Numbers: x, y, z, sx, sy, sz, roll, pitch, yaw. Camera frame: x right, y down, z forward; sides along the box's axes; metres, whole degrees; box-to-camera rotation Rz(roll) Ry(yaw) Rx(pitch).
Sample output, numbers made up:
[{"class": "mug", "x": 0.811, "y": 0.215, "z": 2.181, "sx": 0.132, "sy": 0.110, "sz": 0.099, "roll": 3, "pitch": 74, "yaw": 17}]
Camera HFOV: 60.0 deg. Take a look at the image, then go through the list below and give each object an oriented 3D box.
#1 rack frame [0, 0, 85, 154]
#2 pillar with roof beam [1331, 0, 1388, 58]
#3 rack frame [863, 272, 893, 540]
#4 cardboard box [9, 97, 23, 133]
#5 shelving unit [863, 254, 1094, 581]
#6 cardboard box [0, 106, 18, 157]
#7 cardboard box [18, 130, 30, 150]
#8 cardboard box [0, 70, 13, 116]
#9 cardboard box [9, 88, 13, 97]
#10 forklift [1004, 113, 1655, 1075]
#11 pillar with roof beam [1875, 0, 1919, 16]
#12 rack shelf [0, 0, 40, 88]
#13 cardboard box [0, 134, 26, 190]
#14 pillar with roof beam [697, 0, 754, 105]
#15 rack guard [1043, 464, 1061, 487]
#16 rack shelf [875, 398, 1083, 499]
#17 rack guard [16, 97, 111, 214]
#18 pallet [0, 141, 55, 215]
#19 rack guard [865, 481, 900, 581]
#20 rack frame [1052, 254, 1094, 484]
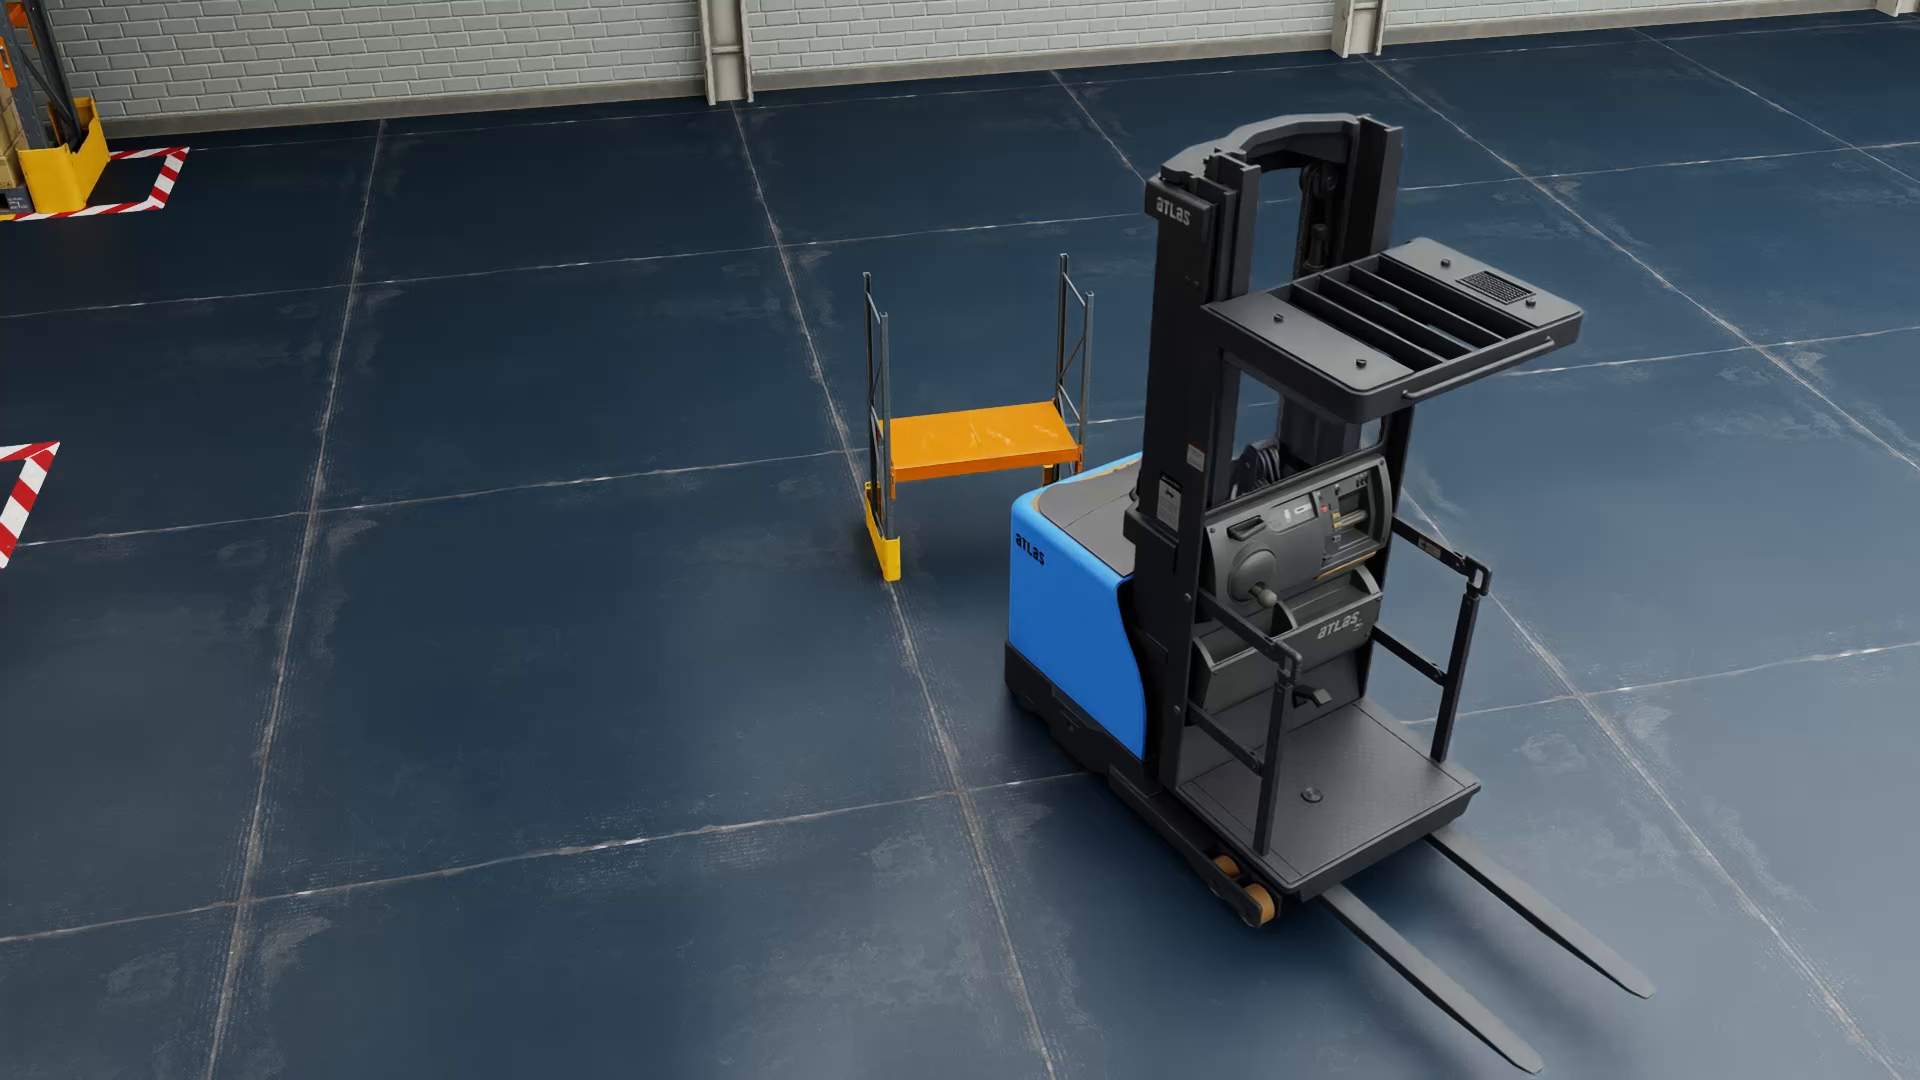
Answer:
[{"class": "rack frame", "x": -7.034, "y": -4.058, "z": 12.328, "sx": 0.127, "sy": 3.000, "sz": 1.000, "roll": -7, "pitch": 35, "yaw": -11}, {"class": "pillar with roof beam", "x": 4.742, "y": -6.089, "z": 9.970, "sx": 0.400, "sy": 9.000, "sz": 9.100, "roll": -7, "pitch": 35, "yaw": -11}, {"class": "rack frame", "x": -0.413, "y": -0.571, "z": 8.478, "sx": 0.032, "sy": 1.500, "sz": 0.500, "roll": -7, "pitch": 35, "yaw": -11}, {"class": "cardboard box", "x": -7.538, "y": -3.353, "z": 12.920, "sx": 0.500, "sy": 0.250, "sz": 0.500, "roll": -7, "pitch": 34, "yaw": -10}, {"class": "shelving unit", "x": 0.074, "y": -0.632, "z": 8.569, "sx": 1.083, "sy": 1.500, "sz": 0.587, "roll": -7, "pitch": 35, "yaw": -11}, {"class": "cardboard box", "x": -7.440, "y": -3.068, "z": 12.496, "sx": 0.500, "sy": 0.250, "sz": 0.500, "roll": -8, "pitch": 35, "yaw": -11}, {"class": "cardboard box", "x": -7.556, "y": -3.136, "z": 13.046, "sx": 0.500, "sy": 0.250, "sz": 0.500, "roll": -7, "pitch": 35, "yaw": -10}, {"class": "cardboard box", "x": -7.414, "y": -3.280, "z": 12.362, "sx": 0.500, "sy": 0.250, "sz": 0.500, "roll": -6, "pitch": 34, "yaw": -9}, {"class": "cardboard box", "x": -7.544, "y": -3.549, "z": 12.764, "sx": 0.500, "sy": 0.250, "sz": 0.500, "roll": -8, "pitch": 35, "yaw": -11}, {"class": "forklift", "x": 1.442, "y": 0.026, "z": 6.305, "sx": 1.130, "sy": 2.935, "sz": 3.031, "roll": -20, "pitch": 39, "yaw": -27}, {"class": "pillar with roof beam", "x": 10.594, "y": -6.826, "z": 11.069, "sx": 0.400, "sy": 9.000, "sz": 9.100, "roll": -7, "pitch": 35, "yaw": -11}, {"class": "rack shelf", "x": -8.985, "y": -3.513, "z": 12.162, "sx": 4.000, "sy": 0.370, "sz": 1.077, "roll": -7, "pitch": 35, "yaw": -11}, {"class": "cardboard box", "x": -7.423, "y": -2.861, "z": 12.635, "sx": 0.500, "sy": 0.250, "sz": 0.500, "roll": -7, "pitch": 34, "yaw": -10}, {"class": "pillar with roof beam", "x": -1.110, "y": -5.351, "z": 8.871, "sx": 0.400, "sy": 9.000, "sz": 9.100, "roll": -7, "pitch": 35, "yaw": -11}, {"class": "rack guard", "x": 0.560, "y": -0.174, "z": 9.009, "sx": 0.087, "sy": 0.250, "sz": 0.587, "roll": -7, "pitch": 35, "yaw": -11}, {"class": "rack shelf", "x": 0.083, "y": -0.484, "z": 8.671, "sx": 1.000, "sy": 0.185, "sz": 0.538, "roll": -7, "pitch": 35, "yaw": -11}, {"class": "rack guard", "x": -7.011, "y": -3.023, "z": 13.029, "sx": 0.348, "sy": 0.500, "sz": 1.175, "roll": -7, "pitch": 35, "yaw": -11}, {"class": "pallet", "x": -7.771, "y": -2.783, "z": 12.931, "sx": 1.213, "sy": 0.211, "sz": 1.003, "roll": -7, "pitch": 35, "yaw": -11}, {"class": "rack guard", "x": -0.411, "y": -0.052, "z": 8.826, "sx": 0.087, "sy": 0.250, "sz": 0.587, "roll": -7, "pitch": 35, "yaw": -11}, {"class": "rack frame", "x": 0.579, "y": -0.696, "z": 8.664, "sx": 0.032, "sy": 1.500, "sz": 0.500, "roll": -7, "pitch": 35, "yaw": -11}]
